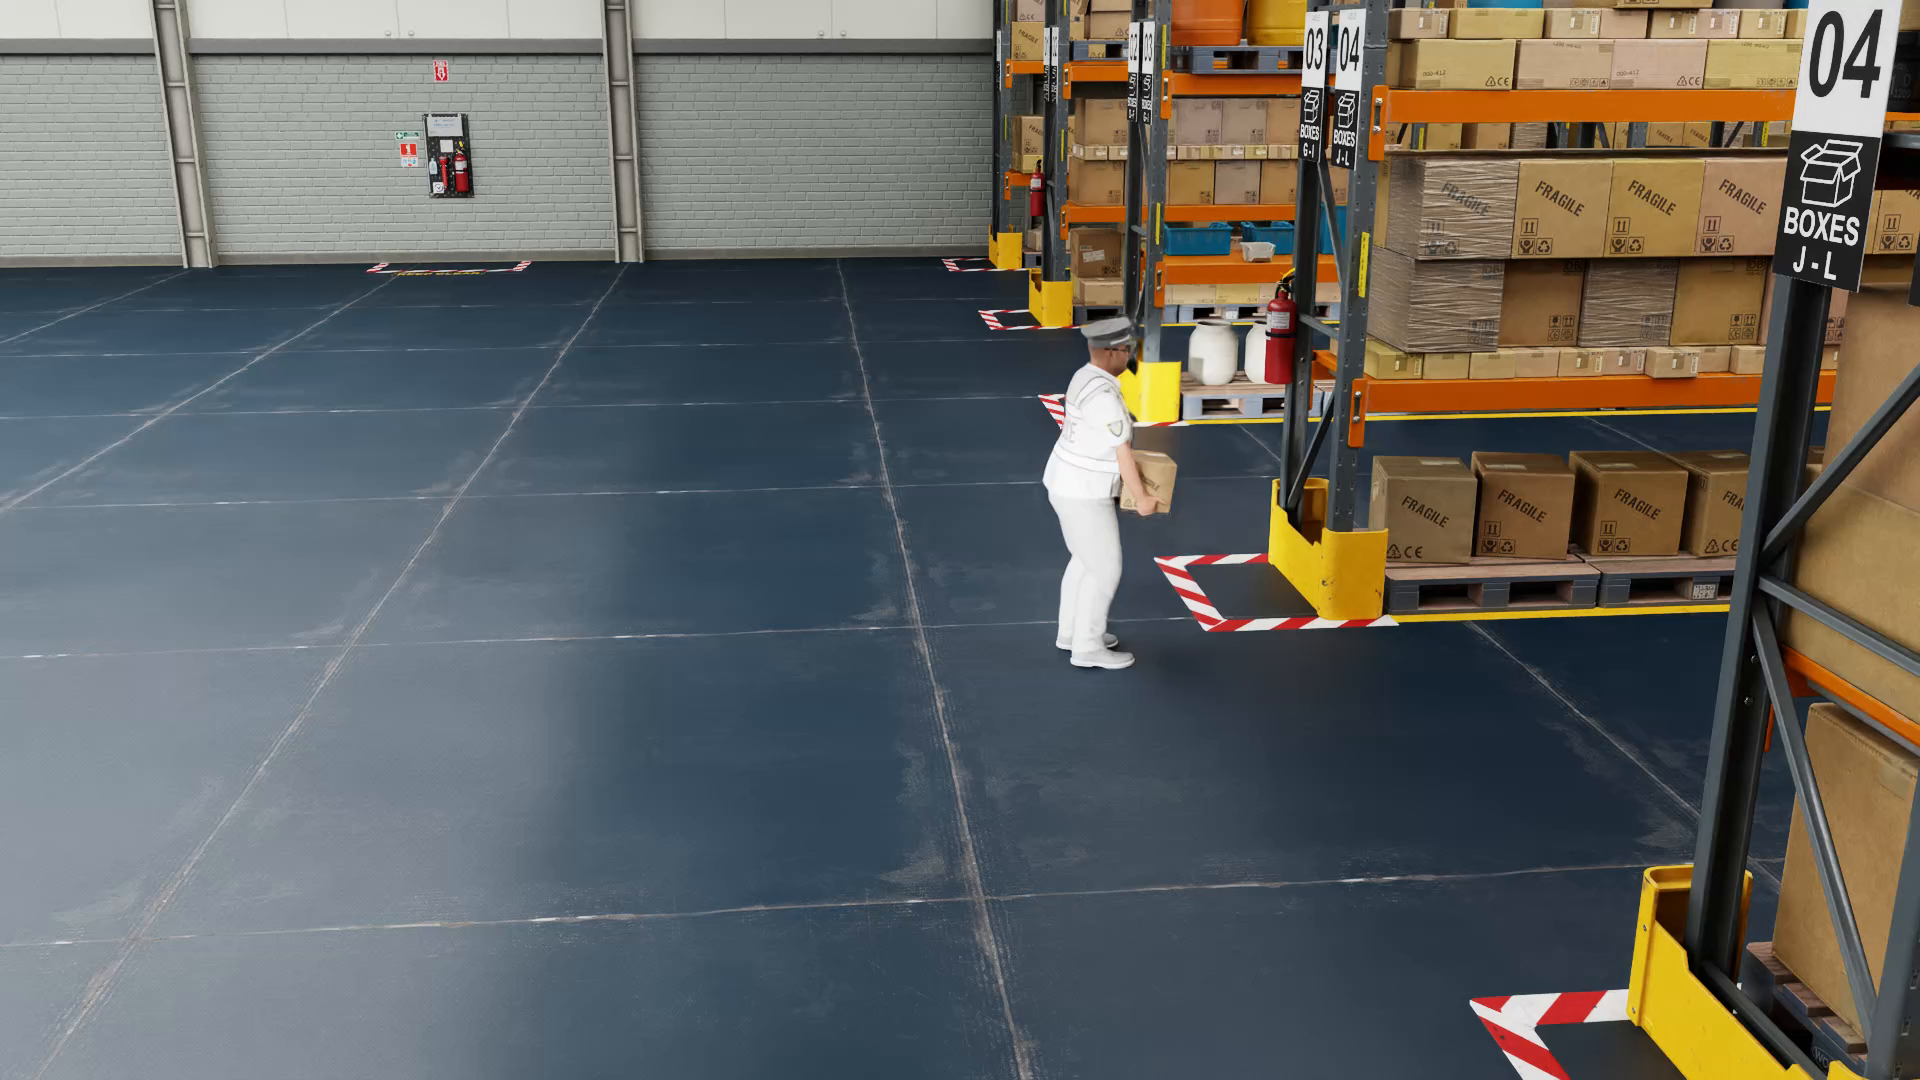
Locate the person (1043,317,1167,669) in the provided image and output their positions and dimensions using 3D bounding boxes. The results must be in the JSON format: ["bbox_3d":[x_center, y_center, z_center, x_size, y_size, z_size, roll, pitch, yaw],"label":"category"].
[{"bbox_3d":[0.718,-0.241,8.346,0.588,1.754,0.486,-2,17,-7],"label":"person"}]
